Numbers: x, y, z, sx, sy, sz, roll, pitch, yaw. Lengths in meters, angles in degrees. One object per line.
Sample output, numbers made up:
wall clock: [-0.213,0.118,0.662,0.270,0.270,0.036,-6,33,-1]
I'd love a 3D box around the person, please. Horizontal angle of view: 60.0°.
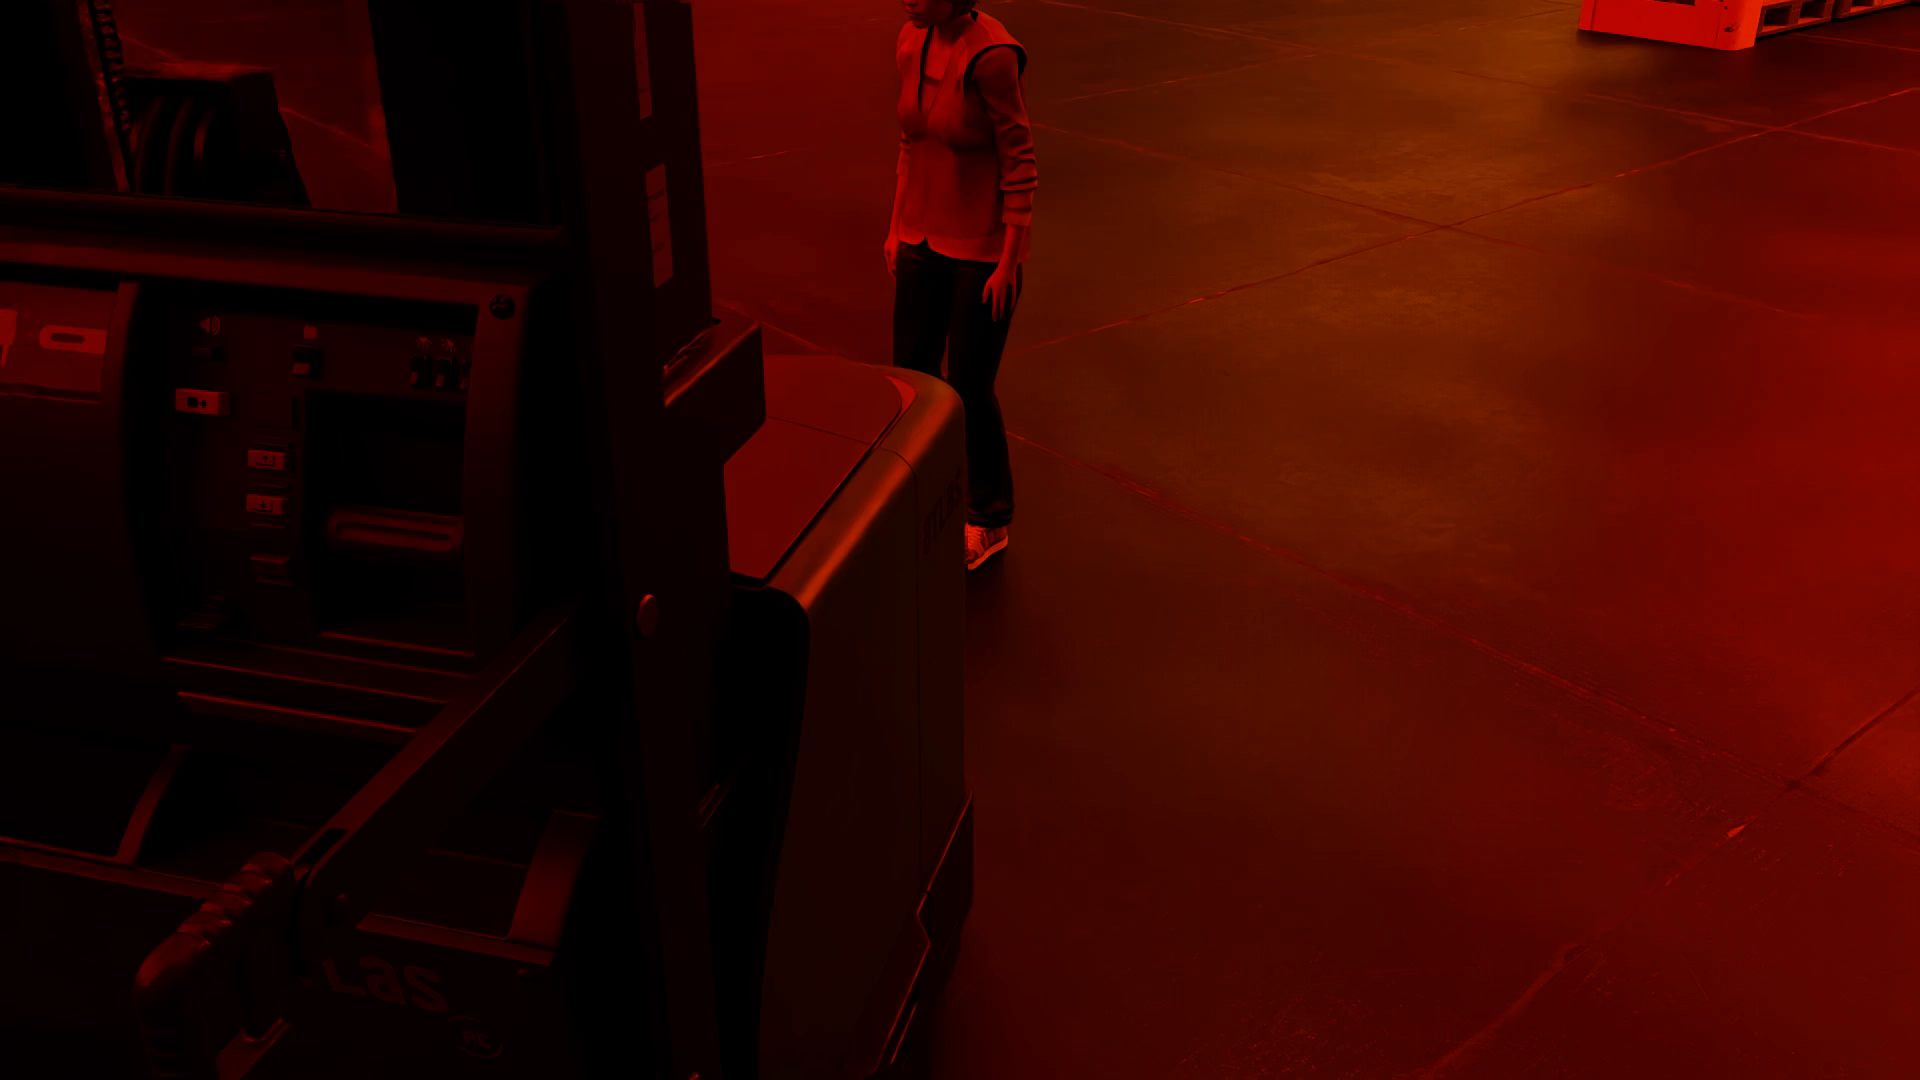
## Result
person: [-0.012,-0.705,4.131,0.344,1.592,0.467,-22,34,-37]

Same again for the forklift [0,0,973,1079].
forklift: [-0.855,-0.043,1.290,1.130,2.935,3.031,7,27,14]
